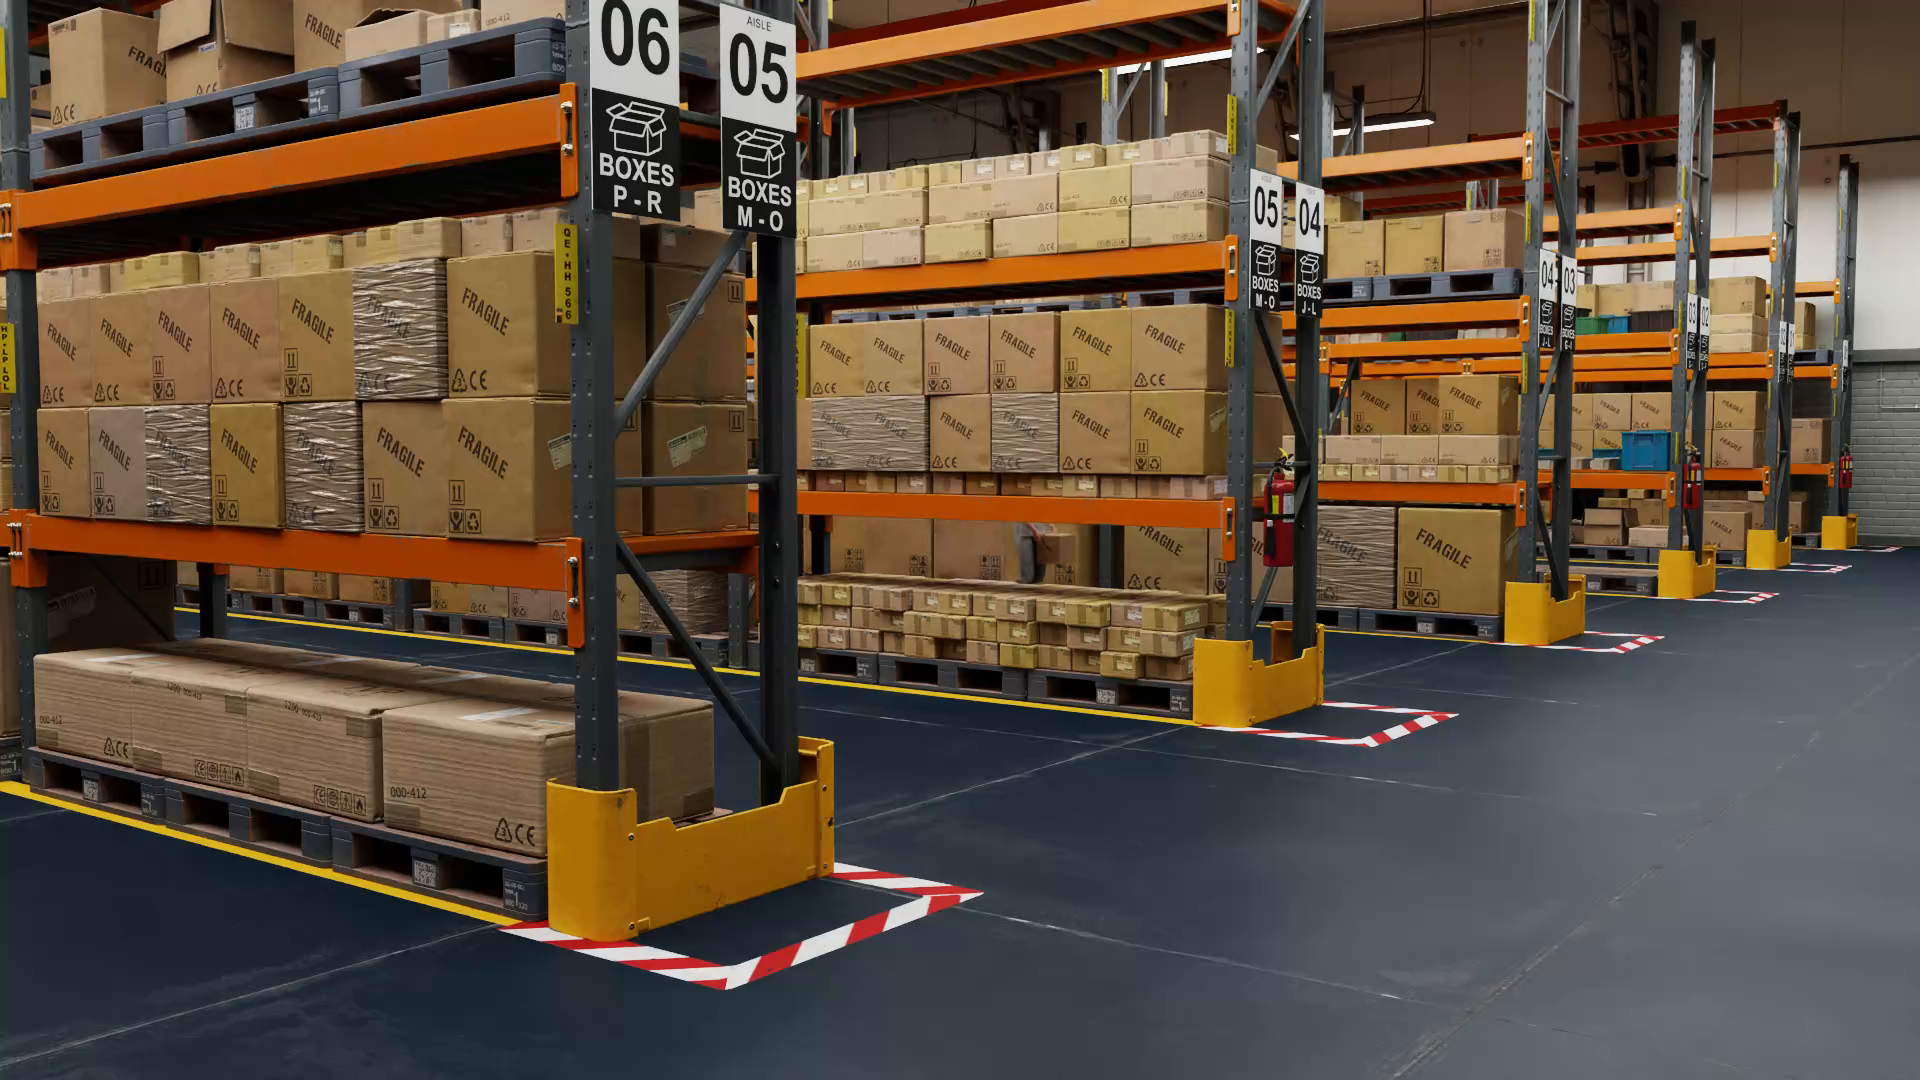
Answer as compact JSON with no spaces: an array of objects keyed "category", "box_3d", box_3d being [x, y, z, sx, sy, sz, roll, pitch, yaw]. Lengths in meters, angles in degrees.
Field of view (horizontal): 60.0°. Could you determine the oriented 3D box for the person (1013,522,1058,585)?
[{"category":"person","box_3d":[0.664,-0.008,14.616,0.376,1.581,0.487,2,4,36]}]
